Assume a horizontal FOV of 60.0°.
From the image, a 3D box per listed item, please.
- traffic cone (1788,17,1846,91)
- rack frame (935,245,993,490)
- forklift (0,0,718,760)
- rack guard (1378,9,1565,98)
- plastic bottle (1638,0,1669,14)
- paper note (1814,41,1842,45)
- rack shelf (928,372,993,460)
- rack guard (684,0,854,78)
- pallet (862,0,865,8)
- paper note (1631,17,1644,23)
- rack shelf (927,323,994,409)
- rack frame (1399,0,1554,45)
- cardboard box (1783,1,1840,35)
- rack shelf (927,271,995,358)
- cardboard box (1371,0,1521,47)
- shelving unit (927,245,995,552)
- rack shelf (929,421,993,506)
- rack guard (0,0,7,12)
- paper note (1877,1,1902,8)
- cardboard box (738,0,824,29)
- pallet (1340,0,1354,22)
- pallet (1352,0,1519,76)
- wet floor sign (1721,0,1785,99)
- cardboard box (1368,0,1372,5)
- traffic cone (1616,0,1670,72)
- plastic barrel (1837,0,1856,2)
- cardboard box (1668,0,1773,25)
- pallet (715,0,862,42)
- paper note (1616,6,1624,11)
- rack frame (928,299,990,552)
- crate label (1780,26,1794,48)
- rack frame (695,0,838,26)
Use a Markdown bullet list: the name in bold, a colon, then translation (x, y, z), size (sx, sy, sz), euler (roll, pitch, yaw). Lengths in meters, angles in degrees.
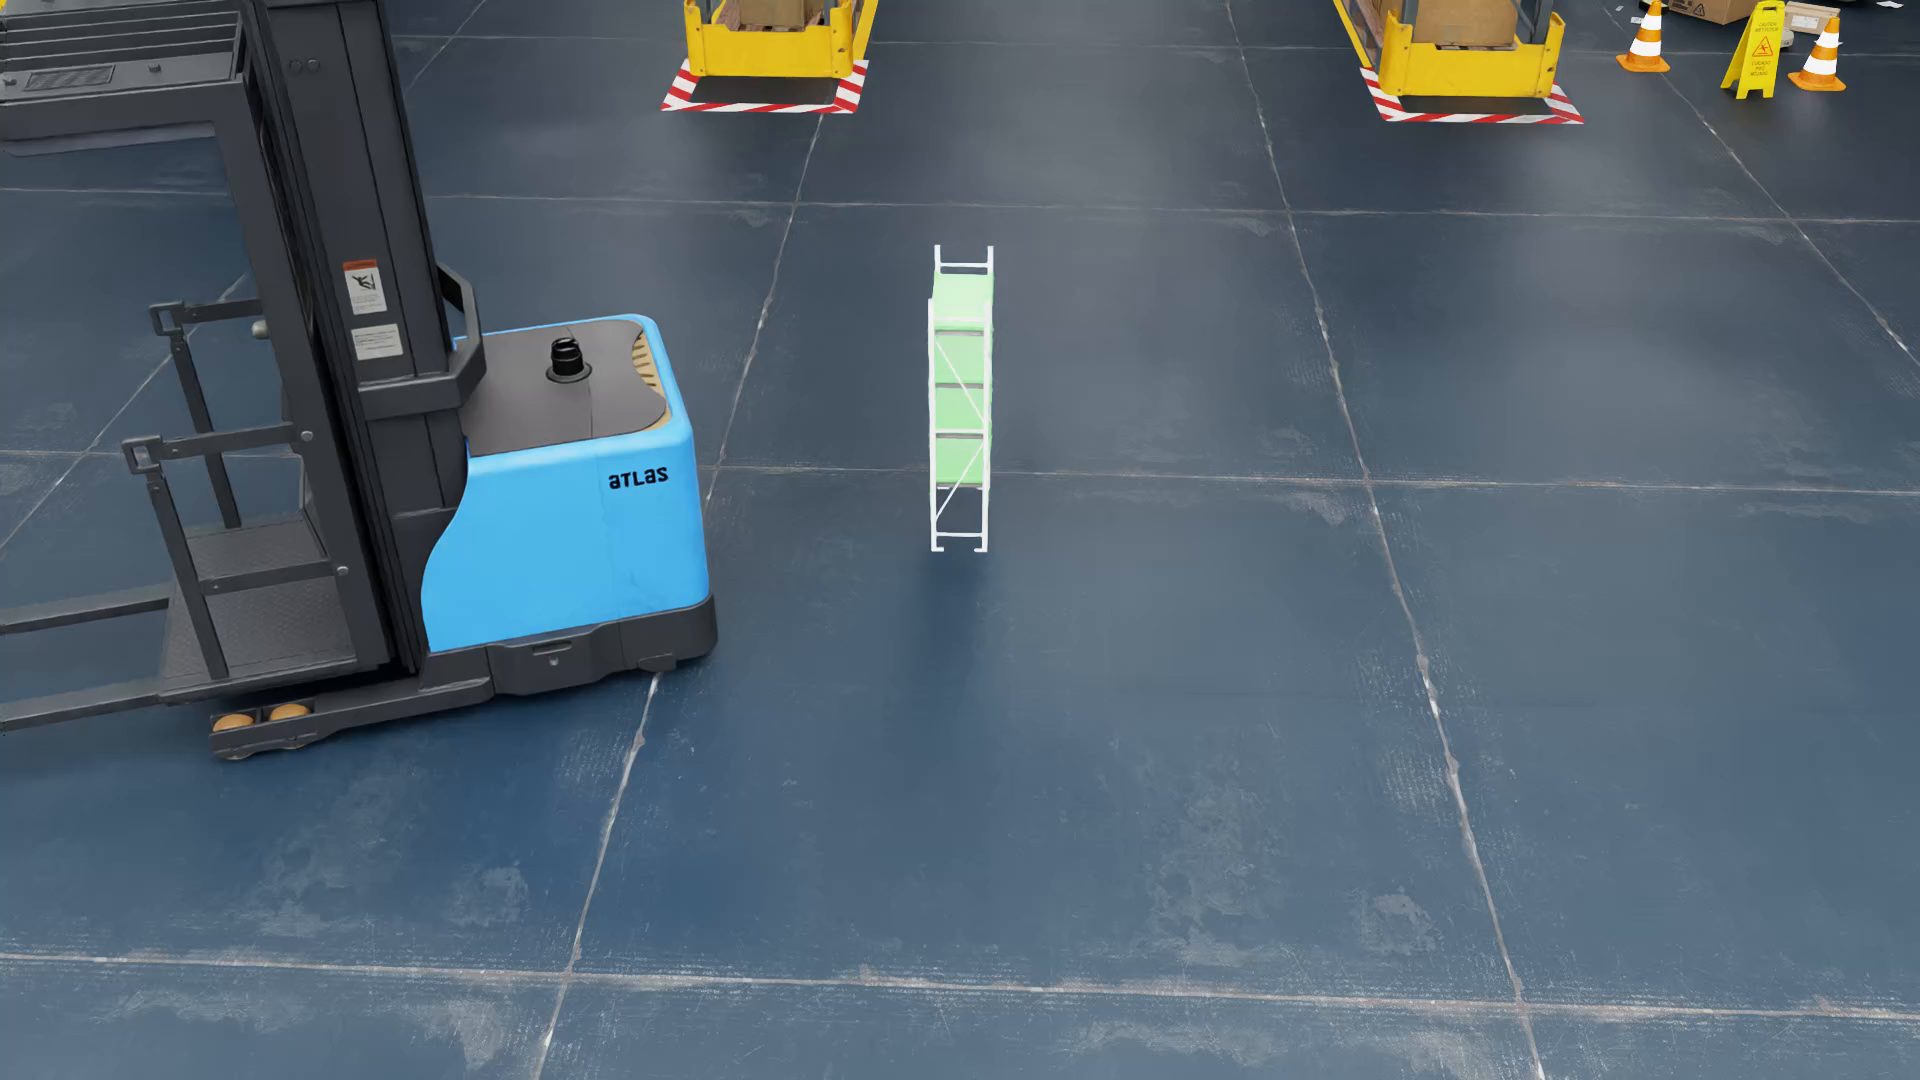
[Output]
- **traffic cone**: translation (6.134, -3.466, 11.779), size (0.336, 0.463, 0.334), euler (1, 35, 2)
- **rack frame**: translation (0.016, -0.726, 7.240), size (0.240, 1.200, 0.015), euler (1, 35, 2)
- **forklift**: translation (-2.529, -0.734, 5.746), size (3.031, 2.935, 1.130), euler (-10, 36, -14)
- **rack guard**: translation (3.577, -3.417, 11.677), size (1.175, 0.500, 0.348), euler (1, 35, 2)
- **plastic bottle**: translation (5.512, -4.262, 13.261), size (0.133, 0.061, 0.283), euler (-10, 36, -14)
- **paper note**: translation (6.577, -3.771, 12.589), size (0.148, 0.019, 0.142), euler (-10, 36, -14)
- **rack shelf**: translation (0.007, -0.534, 7.077), size (0.258, 0.148, 0.480), euler (1, 35, 2)
- **rack guard**: translation (-1.371, -3.647, 12.004), size (1.175, 0.500, 0.348), euler (1, 35, 2)
- **pallet**: translation (-1.251, -4.693, 13.745), size (1.003, 0.211, 1.213), euler (1, 35, 2)
- **paper note**: translation (5.336, -4.075, 13.024), size (0.144, 0.017, 0.142), euler (13, 37, 18)
- **rack shelf**: translation (0.007, -0.730, 6.939), size (0.258, 0.148, 0.480), euler (1, 35, 2)
- **rack frame**: translation (3.578, -4.453, 10.977), size (1.000, 3.000, 0.127), euler (1, 35, 2)
- **cardboard box**: translation (6.562, -4.030, 12.854), size (0.380, 0.149, 0.250), euler (20, 40, 26)
- **rack shelf**: translation (0.007, -0.926, 6.801), size (0.258, 0.148, 0.480), euler (1, 35, 2)
- **cardboard box**: translation (3.539, -4.147, 12.024), size (0.875, 0.875, 0.875), euler (2, 35, 2)
- **shelving unit**: translation (0.007, -0.586, 7.040), size (0.258, 1.200, 0.503), euler (1, 35, 2)
- **rack shelf**: translation (0.007, -0.337, 7.215), size (0.258, 0.148, 0.480), euler (1, 35, 2)
- **rack guard**: translation (-6.367, -3.762, 12.168), size (1.175, 0.500, 0.348), euler (1, 35, 2)
- **paper note**: translation (7.471, -4.306, 13.350), size (0.142, 0.019, 0.148), euler (-10, 36, -14)
- **cardboard box**: translation (-1.332, -4.133, 12.331), size (0.500, 0.500, 0.500), euler (8, 36, 11)
- **pallet**: translation (3.584, -4.472, 13.430), size (1.003, 0.211, 1.213), euler (1, 35, 2)
- **pallet**: translation (3.532, -3.773, 12.436), size (1.003, 0.211, 1.213), euler (1, 35, 2)
- **wet floor sign**: translation (5.555, -3.427, 11.566), size (0.267, 0.644, 0.232), euler (-4, 35, -6)
- **cardboard box**: translation (3.573, -4.652, 12.744), size (0.875, 0.875, 0.875), euler (1, 35, 1)
- **traffic cone**: translation (5.018, -3.687, 12.094), size (0.336, 0.463, 0.334), euler (1, 35, 2)
- **plastic barrel**: translation (7.098, -4.564, 13.376), size (0.512, 0.421, 0.421), euler (28, 44, 33)
- **cardboard box**: translation (6.069, -4.443, 13.134), size (0.797, 0.503, 0.637), euler (-24, 42, -30)
- **pallet**: translation (-1.303, -3.994, 12.750), size (1.003, 0.211, 1.213), euler (1, 35, 2)
- **paper note**: translation (5.271, -4.250, 13.289), size (0.032, 0.001, 0.123), euler (20, 40, 26)
- **rack frame**: translation (-0.003, -0.446, 6.841), size (0.240, 1.200, 0.015), euler (1, 35, 2)
- **crate label**: translation (6.103, -3.786, 12.518), size (0.250, 0.136, 0.298), euler (-17, 38, -22)
- **rack frame**: translation (-1.374, -4.626, 11.223), size (1.000, 3.000, 0.127), euler (1, 35, 2)
